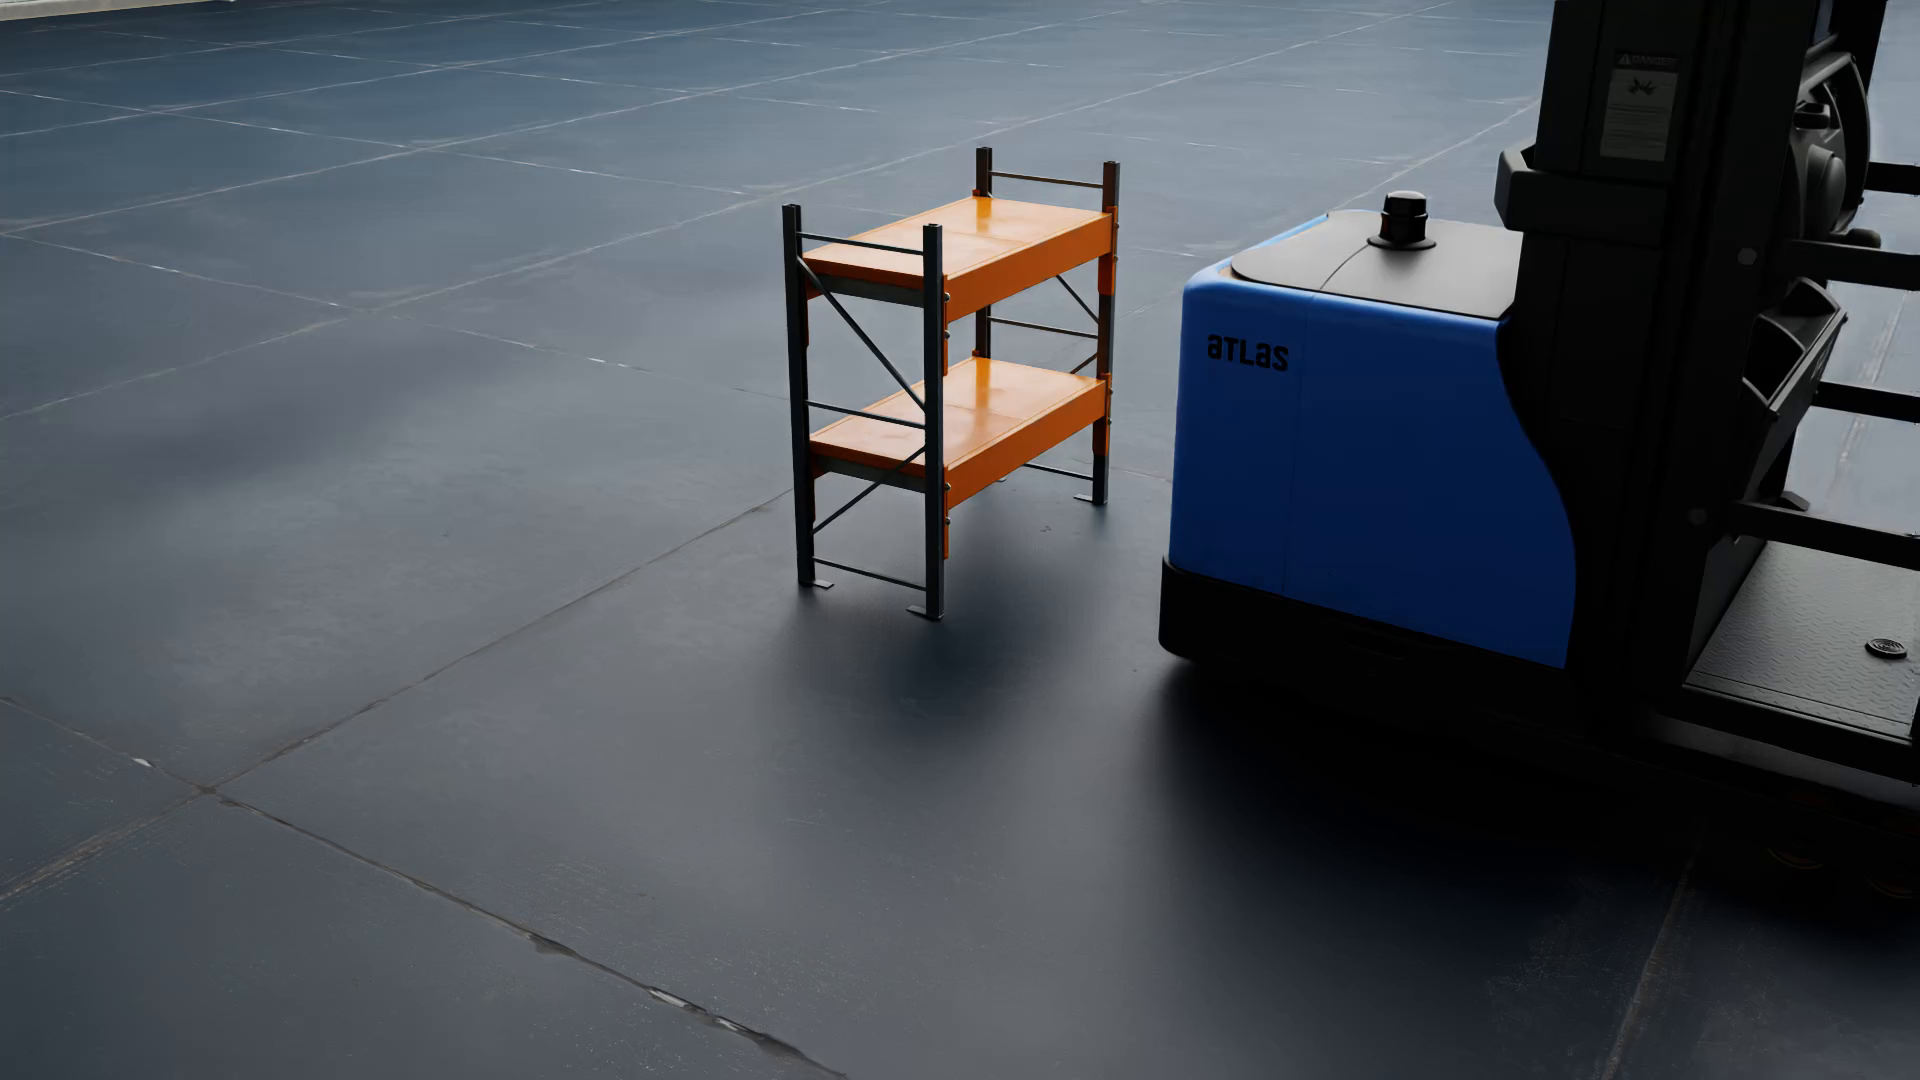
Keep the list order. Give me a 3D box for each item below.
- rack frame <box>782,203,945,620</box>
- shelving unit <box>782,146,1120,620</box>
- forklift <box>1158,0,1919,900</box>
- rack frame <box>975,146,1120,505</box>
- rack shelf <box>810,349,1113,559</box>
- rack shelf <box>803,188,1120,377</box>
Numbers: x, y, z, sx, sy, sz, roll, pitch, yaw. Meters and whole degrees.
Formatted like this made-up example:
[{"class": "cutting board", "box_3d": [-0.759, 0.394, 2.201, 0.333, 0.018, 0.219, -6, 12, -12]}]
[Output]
[{"class": "rack frame", "box_3d": [-0.265, -0.347, 4.635, 0.500, 1.125, 0.032, 14, 27, 29]}, {"class": "shelving unit", "box_3d": [0.004, -0.518, 5.032, 0.538, 1.125, 1.048, 14, 27, 29]}, {"class": "forklift", "box_3d": [2.036, -0.830, 3.478, 3.031, 2.935, 1.130, 15, 28, 31]}, {"class": "rack frame", "box_3d": [0.272, -0.690, 5.428, 0.500, 1.125, 0.032, 14, 27, 29]}, {"class": "rack shelf", "box_3d": [0.004, -0.294, 5.129, 0.538, 0.278, 1.000, 14, 27, 29]}, {"class": "rack shelf", "box_3d": [0.004, -0.787, 4.916, 0.538, 0.278, 1.000, 14, 27, 29]}]
